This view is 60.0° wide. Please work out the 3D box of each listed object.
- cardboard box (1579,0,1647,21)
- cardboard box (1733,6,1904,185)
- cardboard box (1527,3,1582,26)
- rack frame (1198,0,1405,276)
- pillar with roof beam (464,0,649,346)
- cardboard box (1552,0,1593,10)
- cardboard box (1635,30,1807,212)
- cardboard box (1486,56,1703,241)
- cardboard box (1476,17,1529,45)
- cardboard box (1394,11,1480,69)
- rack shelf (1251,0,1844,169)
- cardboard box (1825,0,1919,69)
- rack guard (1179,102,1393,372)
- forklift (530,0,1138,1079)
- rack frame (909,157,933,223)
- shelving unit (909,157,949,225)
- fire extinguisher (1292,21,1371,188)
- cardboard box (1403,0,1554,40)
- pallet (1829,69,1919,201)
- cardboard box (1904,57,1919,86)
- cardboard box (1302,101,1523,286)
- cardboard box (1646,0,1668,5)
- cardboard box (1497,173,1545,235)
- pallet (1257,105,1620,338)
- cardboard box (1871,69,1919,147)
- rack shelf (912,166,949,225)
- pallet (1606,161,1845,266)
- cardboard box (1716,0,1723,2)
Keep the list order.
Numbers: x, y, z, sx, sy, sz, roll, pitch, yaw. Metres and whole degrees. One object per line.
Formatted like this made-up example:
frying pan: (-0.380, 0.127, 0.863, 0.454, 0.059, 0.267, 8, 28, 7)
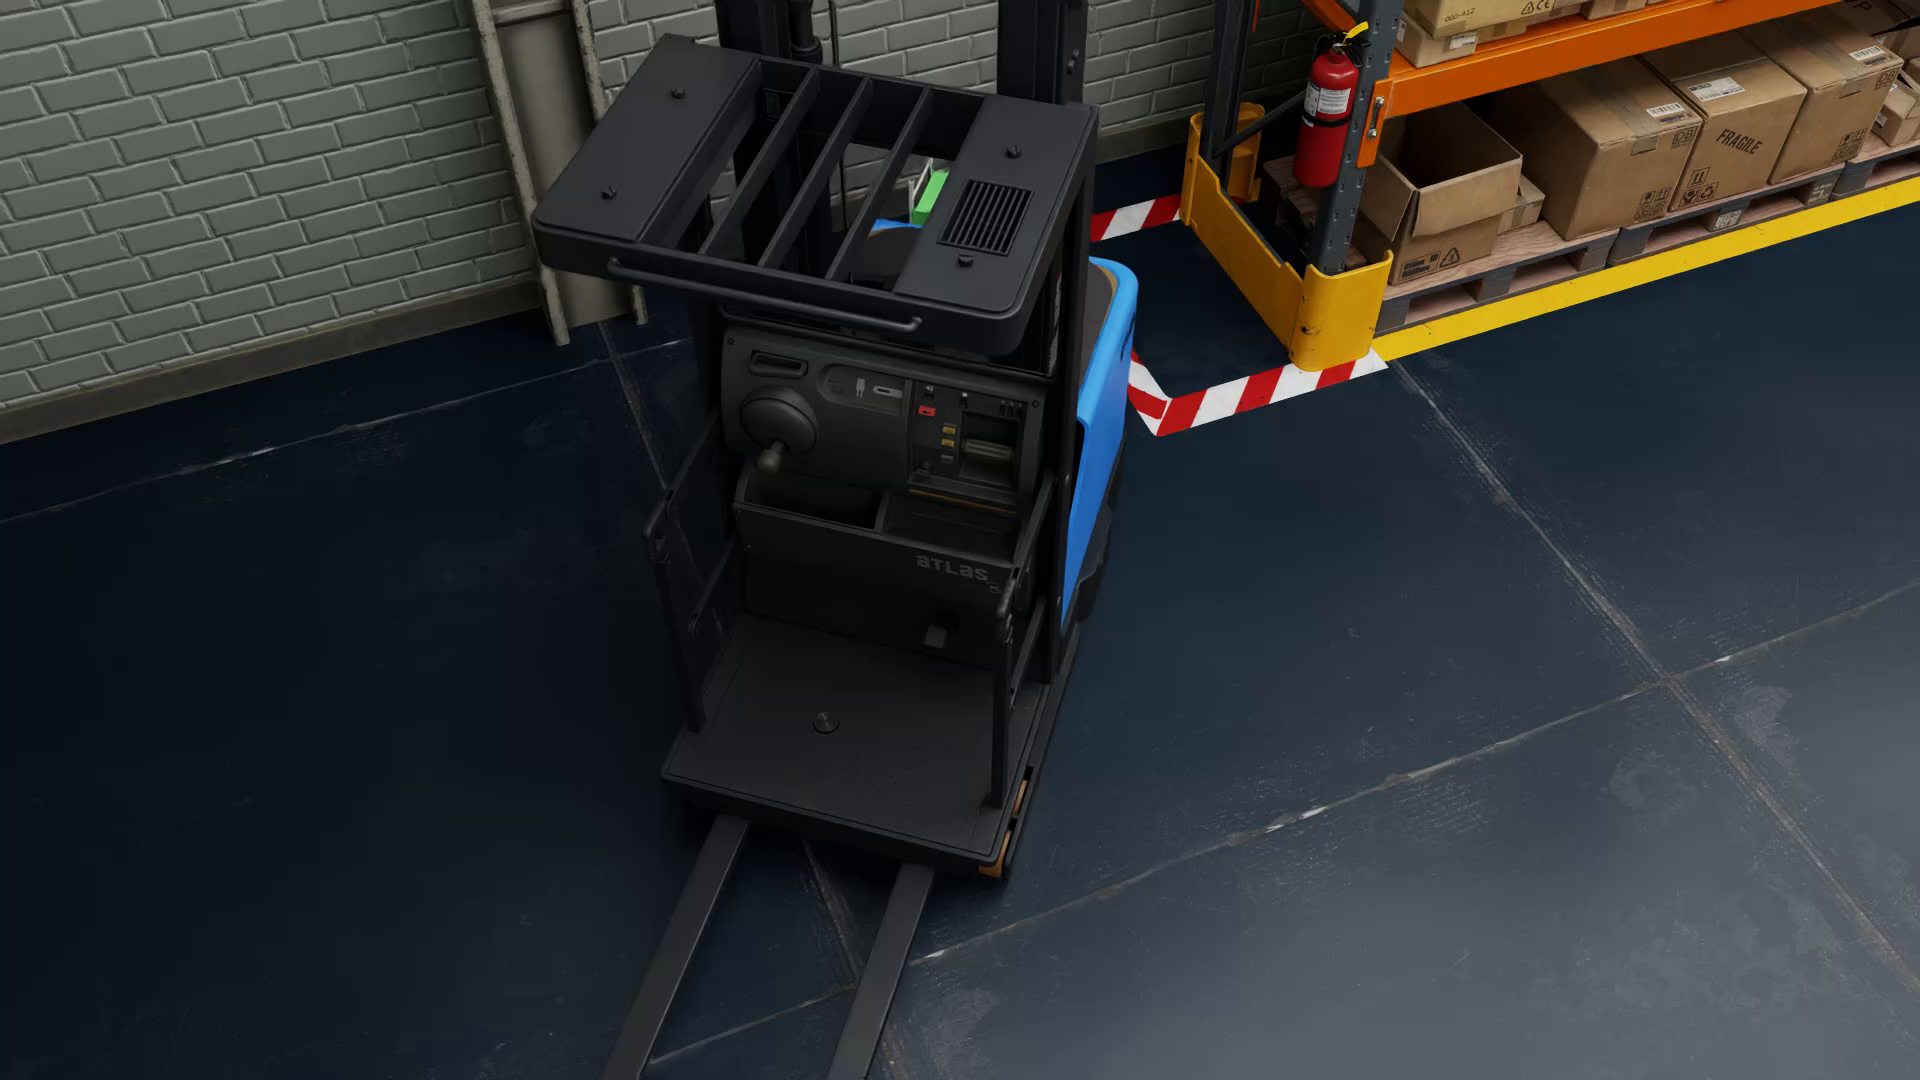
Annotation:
cardboard box: (2.391, -2.145, 6.281, 0.250, 0.149, 0.380, -16, 51, -13)
cardboard box: (3.647, -2.038, 7.394, 0.500, 0.500, 0.700, -19, 52, -16)
cardboard box: (2.134, -2.116, 6.255, 0.250, 0.149, 0.380, -18, 52, -15)
rack frame: (1.278, -2.091, 6.068, 0.127, 3.000, 1.000, -17, 52, -14)
pillar with roof beam: (0.069, -0.881, 1.075, 0.400, 9.000, 9.100, -17, 52, -14)
cardboard box: (2.266, -2.225, 6.086, 0.500, 0.250, 0.500, -17, 51, -14)
cardboard box: (3.213, -1.821, 7.208, 0.500, 0.500, 0.500, -16, 51, -14)
cardboard box: (2.686, -1.740, 7.138, 0.500, 0.500, 0.700, -15, 51, -13)
cardboard box: (1.904, -2.016, 6.170, 0.250, 0.149, 0.380, -16, 51, -13)
cardboard box: (1.686, -1.911, 6.079, 0.250, 0.149, 0.380, -18, 52, -15)
rack shelf: (3.129, -2.430, 6.834, 4.000, 0.370, 1.077, -17, 52, -14)
cardboard box: (4.280, -2.475, 7.894, 0.500, 0.311, 0.500, -16, 51, -13)
rack guard: (1.348, -1.298, 7.035, 0.348, 0.500, 1.175, -17, 52, -14)
forklift: (-0.283, -0.221, 4.508, 1.130, 2.935, 3.031, 13, 51, 11)
rack frame: (-0.138, -0.934, 6.261, 0.015, 1.200, 0.240, 12, 50, 10)
shelving unit: (0.097, -0.884, 6.218, 0.503, 1.200, 0.258, 12, 50, 10)
fire extinguisher: (1.316, -1.577, 5.924, 0.183, 0.674, 0.296, -17, 52, -14)
cardboard box: (1.800, -2.080, 5.962, 0.500, 0.250, 0.500, -17, 51, -14)
pallet: (4.345, -2.133, 7.943, 1.213, 0.211, 1.003, -17, 52, -14)
cardboard box: (4.576, -2.080, 7.662, 0.250, 0.149, 0.380, -19, 52, -15)
cardboard box: (1.880, -1.523, 6.950, 0.637, 0.503, 0.797, -19, 52, -16)
cardboard box: (2.635, -2.225, 6.350, 0.250, 0.149, 0.380, -16, 51, -14)
cardboard box: (2.288, -1.502, 7.165, 0.250, 0.149, 0.380, -19, 52, -16)
pallet: (2.086, -1.433, 7.342, 1.213, 0.211, 1.003, -17, 52, -14)
cardboard box: (4.246, -2.016, 7.529, 0.258, 0.266, 0.396, -16, 51, -13)
rack shelf: (0.097, -1.155, 5.902, 0.480, 0.148, 0.258, 12, 50, 10)
pallet: (3.214, -1.780, 7.640, 1.213, 0.211, 1.003, -17, 52, -14)
cardboard box: (2.897, -2.245, 6.367, 0.250, 0.149, 0.380, -19, 52, -15)
